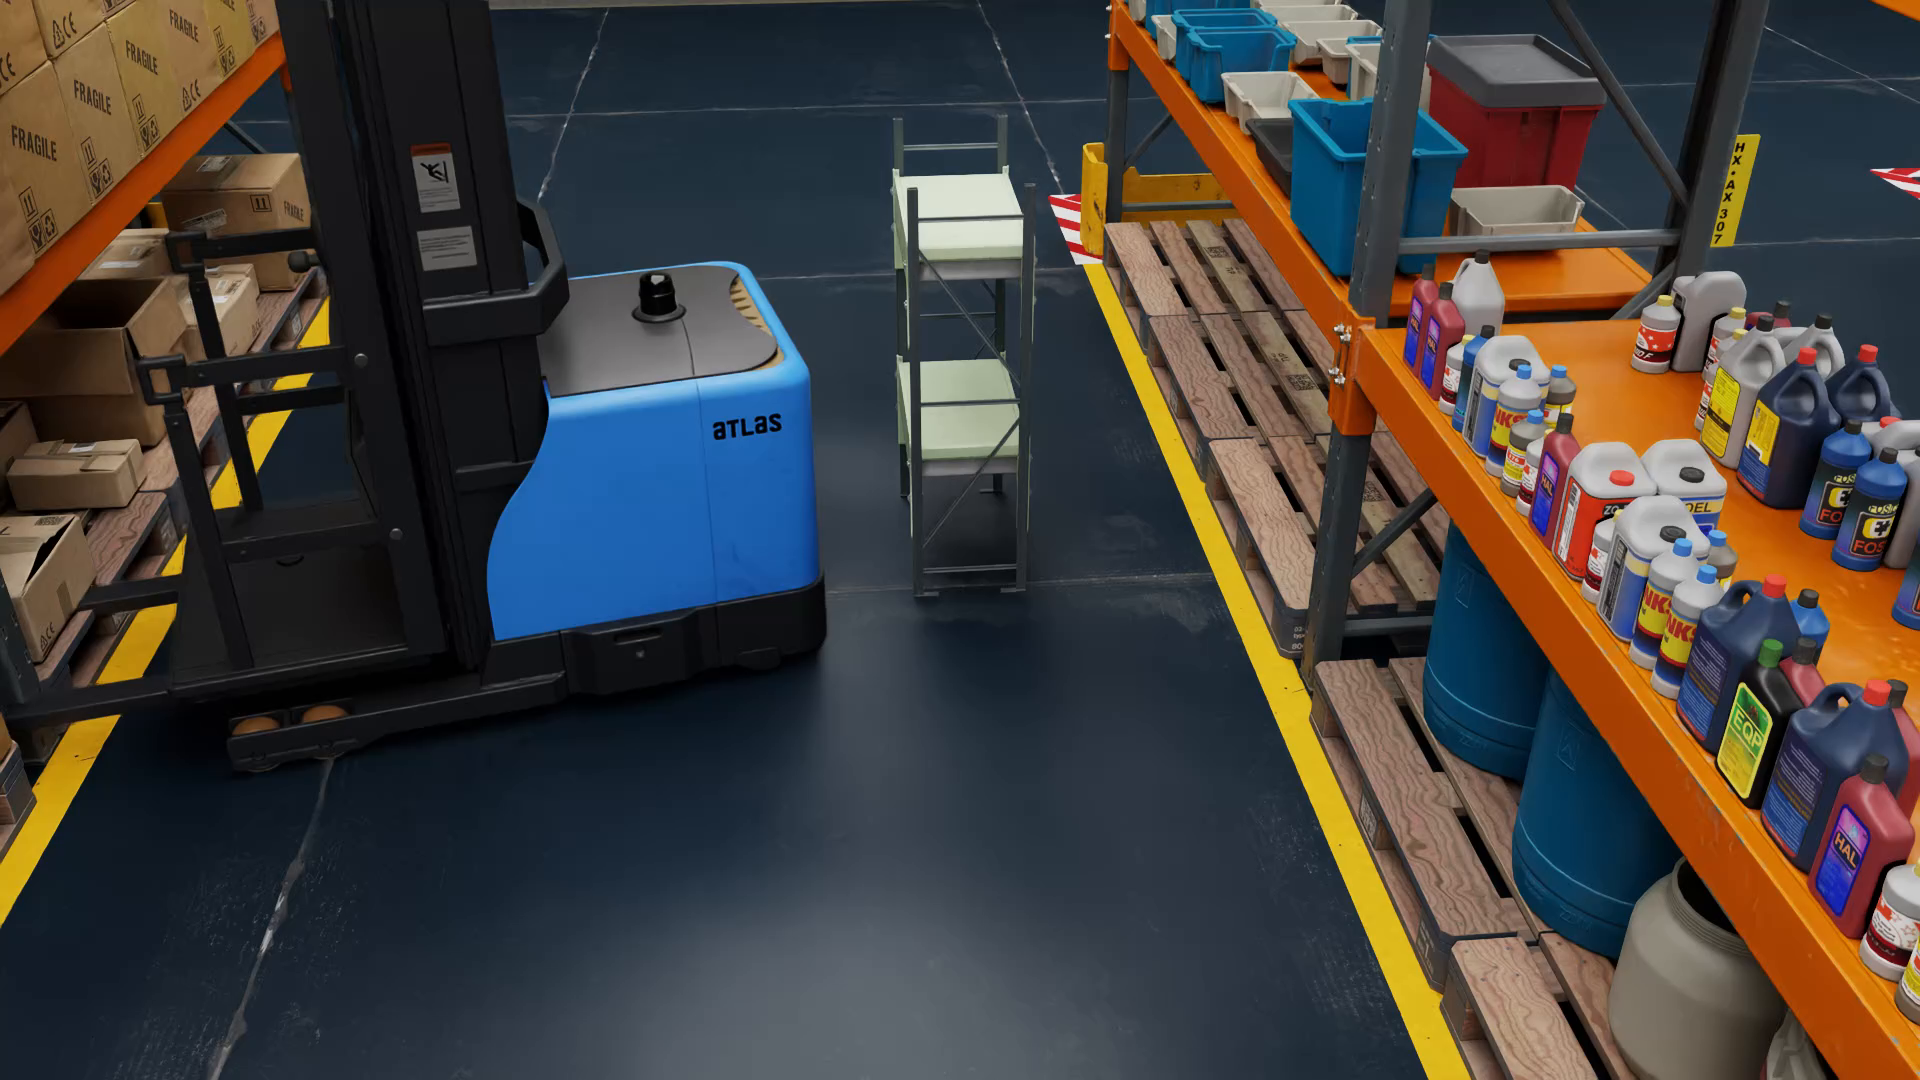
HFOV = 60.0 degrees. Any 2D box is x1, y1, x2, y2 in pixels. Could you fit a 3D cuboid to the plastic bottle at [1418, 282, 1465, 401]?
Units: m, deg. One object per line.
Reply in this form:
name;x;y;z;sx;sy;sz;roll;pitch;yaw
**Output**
plastic bottle;1.251;-0.515;4.301;0.061;0.283;0.133;-3;31;-5

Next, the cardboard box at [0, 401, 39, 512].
cardboard box;-3.709;-0.300;6.021;0.500;0.311;0.500;-3;31;-5

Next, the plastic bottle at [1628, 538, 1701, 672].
plastic bottle;1.384;0.121;3.249;0.097;0.271;0.097;0;31;0

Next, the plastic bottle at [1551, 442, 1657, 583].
plastic bottle;1.379;-0.060;3.547;0.152;0.276;0.135;-3;31;-5

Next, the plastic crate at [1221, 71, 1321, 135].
plastic crate;1.167;-1.628;6.249;0.293;0.136;0.466;-3;31;-5

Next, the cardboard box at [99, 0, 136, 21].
cardboard box;-3.213;-2.121;5.804;0.500;0.500;0.500;-2;31;-3

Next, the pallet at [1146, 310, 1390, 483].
pallet;1.404;-0.642;7.118;1.003;0.211;1.213;-3;31;-5

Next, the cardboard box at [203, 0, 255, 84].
cardboard box;-3.312;-2.210;6.928;0.500;0.500;0.500;-2;31;-4

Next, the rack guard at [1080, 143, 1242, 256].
rack guard;1.240;-1.822;8.812;1.175;0.500;0.348;-3;31;-5

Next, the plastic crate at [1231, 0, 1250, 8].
plastic crate;1.472;-2.762;7.856;0.616;0.435;0.499;-3;31;-5

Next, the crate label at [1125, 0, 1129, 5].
crate label;0.950;-2.695;7.942;0.416;0.233;0.303;-3;31;-5

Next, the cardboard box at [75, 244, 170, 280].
cardboard box;-3.862;-1.110;7.435;0.500;0.250;0.500;-3;31;-5

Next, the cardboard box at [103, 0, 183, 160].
cardboard box;-3.224;-1.698;6.070;0.500;0.500;0.500;-3;31;-5

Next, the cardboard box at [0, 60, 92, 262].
cardboard box;-3.131;-1.183;5.208;0.500;0.500;0.500;-2;31;-4

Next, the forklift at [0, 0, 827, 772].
forklift;-2.021;-0.856;4.825;3.031;2.935;1.130;-10;32;-16

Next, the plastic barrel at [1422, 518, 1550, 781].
plastic barrel;1.663;0.158;4.697;0.600;0.901;0.708;-3;31;-5

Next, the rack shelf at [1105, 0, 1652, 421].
rack shelf;1.442;-1.553;6.627;1.077;0.370;4.000;-3;31;-5

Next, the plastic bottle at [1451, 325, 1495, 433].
plastic bottle;1.289;-0.402;4.124;0.097;0.271;0.097;0;31;0

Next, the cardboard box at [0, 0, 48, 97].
cardboard box;-3.116;-1.595;4.923;0.500;0.500;0.500;-4;31;-6

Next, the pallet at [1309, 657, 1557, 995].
pallet;1.659;0.752;4.785;1.003;0.211;1.213;-3;31;-5

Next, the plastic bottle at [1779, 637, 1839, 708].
plastic bottle;1.464;0.316;2.909;0.061;0.283;0.133;-3;31;-5

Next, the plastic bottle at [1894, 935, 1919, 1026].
plastic bottle;1.471;0.625;2.473;0.097;0.201;0.097;0;31;0

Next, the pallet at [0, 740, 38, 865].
pallet;-3.190;1.005;4.362;1.003;0.211;1.213;-3;31;-5

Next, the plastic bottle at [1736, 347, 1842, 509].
plastic bottle;1.914;-0.265;3.816;0.144;0.351;0.185;-3;31;-5

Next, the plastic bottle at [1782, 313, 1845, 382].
plastic bottle;2.040;-0.366;3.986;0.144;0.351;0.185;-3;31;-5

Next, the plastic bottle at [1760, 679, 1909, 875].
plastic bottle;1.460;0.370;2.754;0.144;0.351;0.185;-3;31;-5

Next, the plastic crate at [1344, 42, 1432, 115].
plastic crate;1.670;-1.604;6.068;0.437;0.282;0.530;-3;31;-5

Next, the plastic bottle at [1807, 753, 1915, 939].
plastic bottle;1.433;0.482;2.632;0.061;0.283;0.133;-3;31;-5

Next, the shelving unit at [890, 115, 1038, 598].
shelving unit;0.001;-0.640;5.860;0.431;1.500;0.755;-3;31;-5

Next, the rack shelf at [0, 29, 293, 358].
rack shelf;-3.490;-1.318;6.233;1.077;0.370;4.000;-3;31;-5

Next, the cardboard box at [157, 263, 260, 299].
cardboard box;-3.433;-1.143;7.573;0.380;0.166;0.250;-3;31;-5

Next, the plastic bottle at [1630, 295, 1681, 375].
plastic bottle;1.865;-0.554;4.447;0.097;0.201;0.097;0;31;0

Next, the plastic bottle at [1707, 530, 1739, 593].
plastic bottle;1.523;0.075;3.394;0.097;0.201;0.097;0;31;0

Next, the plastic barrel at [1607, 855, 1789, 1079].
plastic barrel;1.693;0.979;3.702;0.421;0.512;0.421;0;31;0

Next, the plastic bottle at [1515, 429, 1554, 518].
plastic bottle;1.329;-0.154;3.777;0.097;0.201;0.097;0;31;0

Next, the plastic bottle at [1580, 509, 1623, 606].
plastic bottle;1.363;0.032;3.465;0.097;0.201;0.097;0;31;0

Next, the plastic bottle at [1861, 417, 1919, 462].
plastic bottle;2.069;-0.158;3.710;0.152;0.276;0.135;-3;31;-5

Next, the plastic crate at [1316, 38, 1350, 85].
plastic crate;1.621;-1.948;6.785;0.298;0.136;0.250;-3;31;-5

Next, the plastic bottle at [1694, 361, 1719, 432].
plastic bottle;1.899;-0.368;4.135;0.097;0.201;0.097;0;31;0

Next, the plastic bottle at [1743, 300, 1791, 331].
plastic bottle;2.054;-0.489;4.258;0.061;0.283;0.133;-3;31;-5

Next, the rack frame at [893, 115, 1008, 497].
rack frame;-0.034;-0.827;6.173;0.400;1.500;0.023;-3;31;-5

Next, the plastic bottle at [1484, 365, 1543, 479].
plastic bottle;1.310;-0.284;3.925;0.097;0.271;0.097;0;31;0

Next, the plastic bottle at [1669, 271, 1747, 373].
plastic bottle;1.987;-0.602;4.454;0.152;0.276;0.135;-3;31;-5

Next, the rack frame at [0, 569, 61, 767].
rack frame;-3.303;-0.606;4.339;1.000;3.000;0.127;-3;31;-5

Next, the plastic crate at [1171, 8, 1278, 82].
plastic crate;1.073;-2.023;6.816;0.416;0.233;0.300;-3;31;-5

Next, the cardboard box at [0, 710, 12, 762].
cardboard box;-2.972;0.517;4.468;0.500;0.500;0.500;-3;31;-5

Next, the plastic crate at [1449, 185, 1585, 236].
plastic crate;1.728;-0.998;5.194;0.396;0.136;0.243;-3;31;-5

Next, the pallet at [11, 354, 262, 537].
pallet;-3.484;-0.383;6.686;1.003;0.211;1.213;-3;31;-5

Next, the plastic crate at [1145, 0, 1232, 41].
plastic crate;1.012;-2.359;7.379;0.416;0.233;0.300;-3;31;-5

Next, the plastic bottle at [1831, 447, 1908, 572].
plastic bottle;1.959;-0.072;3.571;0.097;0.271;0.097;0;31;0

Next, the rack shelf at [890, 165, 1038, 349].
rack shelf;0.001;-0.976;5.660;0.431;0.370;0.720;-3;31;-5

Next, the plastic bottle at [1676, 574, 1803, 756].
plastic bottle;1.430;0.207;3.026;0.144;0.351;0.185;-3;31;-5

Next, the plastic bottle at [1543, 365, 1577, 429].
plastic bottle;1.449;-0.330;4.071;0.097;0.201;0.097;0;31;0

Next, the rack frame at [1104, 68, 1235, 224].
rack frame;1.255;-2.883;8.152;1.000;3.000;0.127;-3;31;-5

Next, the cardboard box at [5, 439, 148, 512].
cardboard box;-3.218;-0.244;6.067;0.380;0.166;0.250;-3;31;-5

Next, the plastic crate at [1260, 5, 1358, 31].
plastic crate;1.524;-2.239;7.273;0.396;0.136;0.243;-3;31;-5
